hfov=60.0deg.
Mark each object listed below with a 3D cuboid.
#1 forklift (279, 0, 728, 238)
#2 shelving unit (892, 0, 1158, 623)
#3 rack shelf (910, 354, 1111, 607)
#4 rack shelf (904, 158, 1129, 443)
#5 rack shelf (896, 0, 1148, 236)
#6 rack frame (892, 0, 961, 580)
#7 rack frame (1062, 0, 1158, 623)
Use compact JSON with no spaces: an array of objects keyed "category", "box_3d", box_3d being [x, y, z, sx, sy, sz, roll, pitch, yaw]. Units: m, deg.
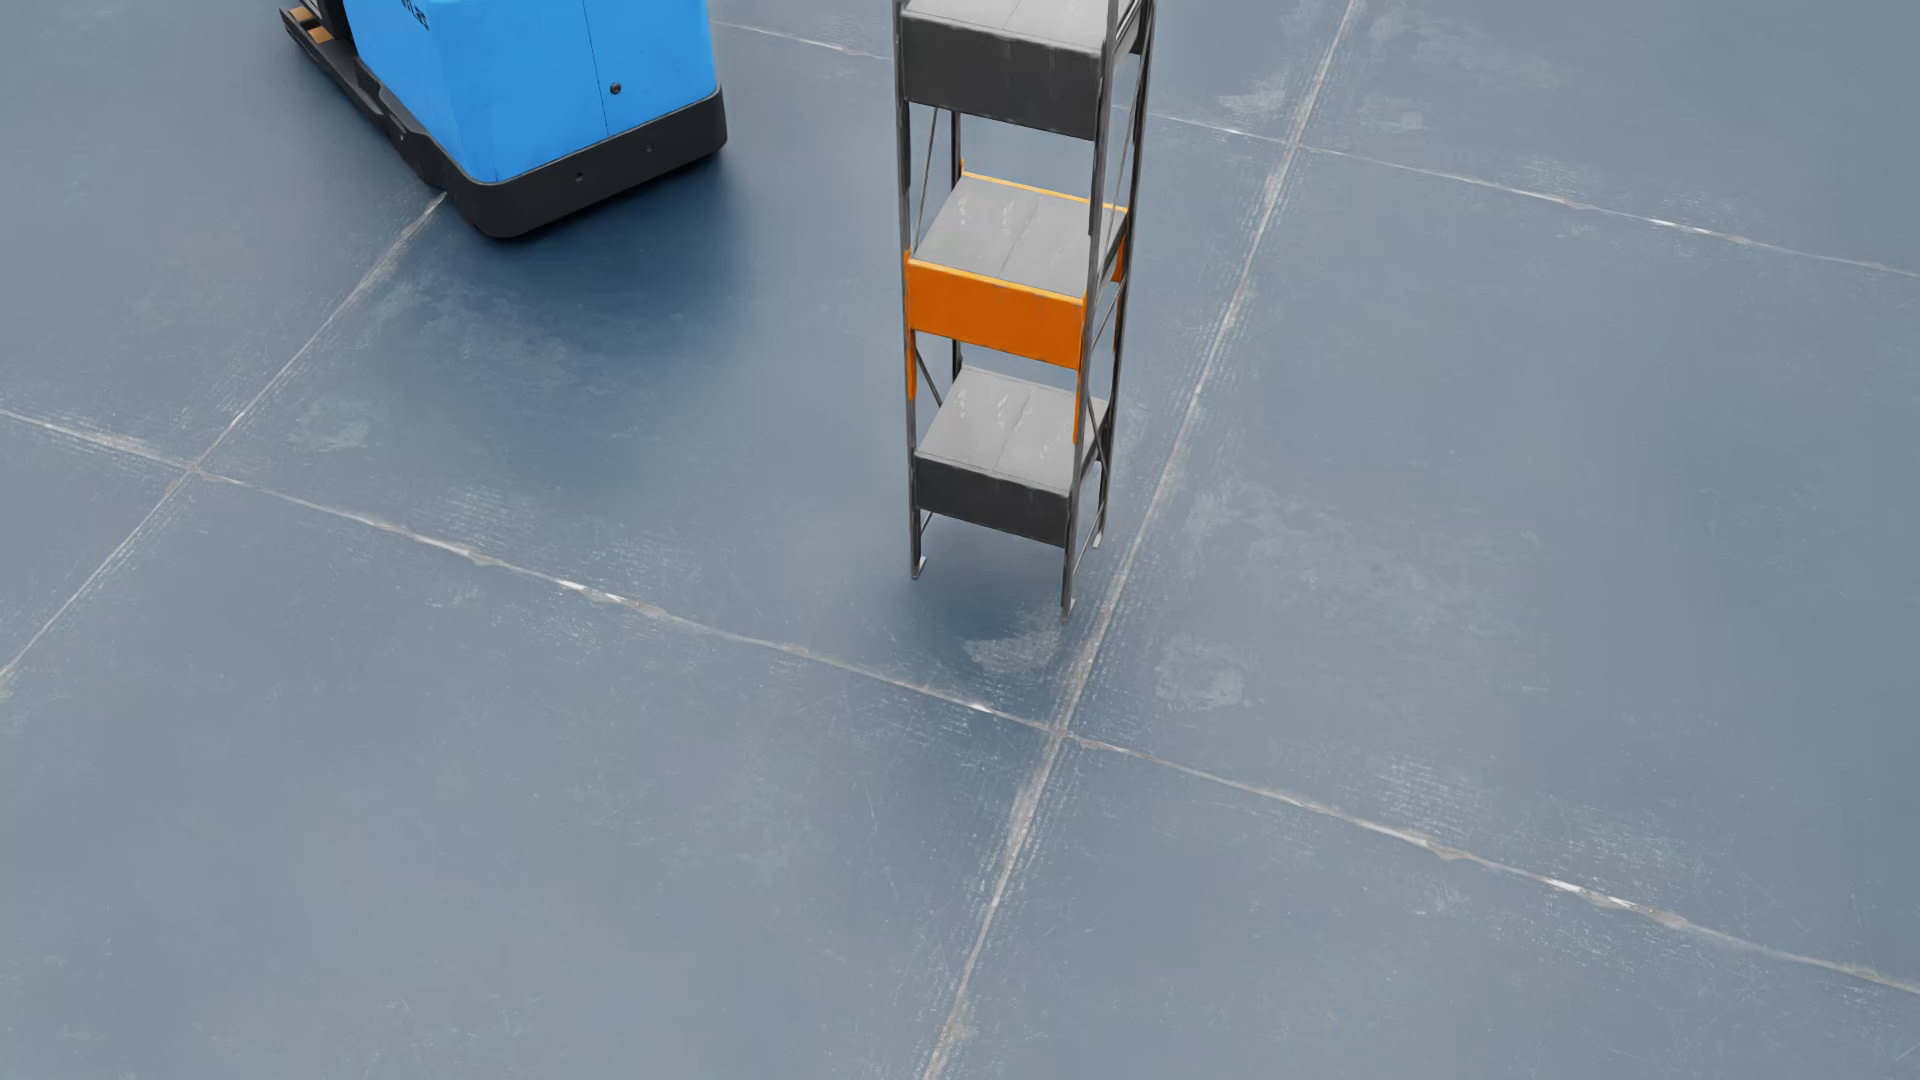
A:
[{"category":"forklift","box_3d":[-2.204,-3.140,6.032,1.130,2.935,3.031,-30,55,-23]},{"category":"shelving unit","box_3d":[0.155,-0.644,4.419,0.503,2.100,0.431,16,51,13]},{"category":"rack shelf","box_3d":[0.155,-0.177,4.958,0.480,0.518,0.431,16,51,13]},{"category":"rack shelf","box_3d":[0.155,-0.635,4.429,0.480,0.518,0.431,16,51,13]},{"category":"rack shelf","box_3d":[0.155,-1.094,3.900,0.480,0.518,0.431,16,51,13]},{"category":"rack frame","box_3d":[-0.074,-0.708,4.474,0.015,2.100,0.400,16,51,13]},{"category":"rack frame","box_3d":[0.384,-0.580,4.364,0.015,2.100,0.400,16,51,13]}]
